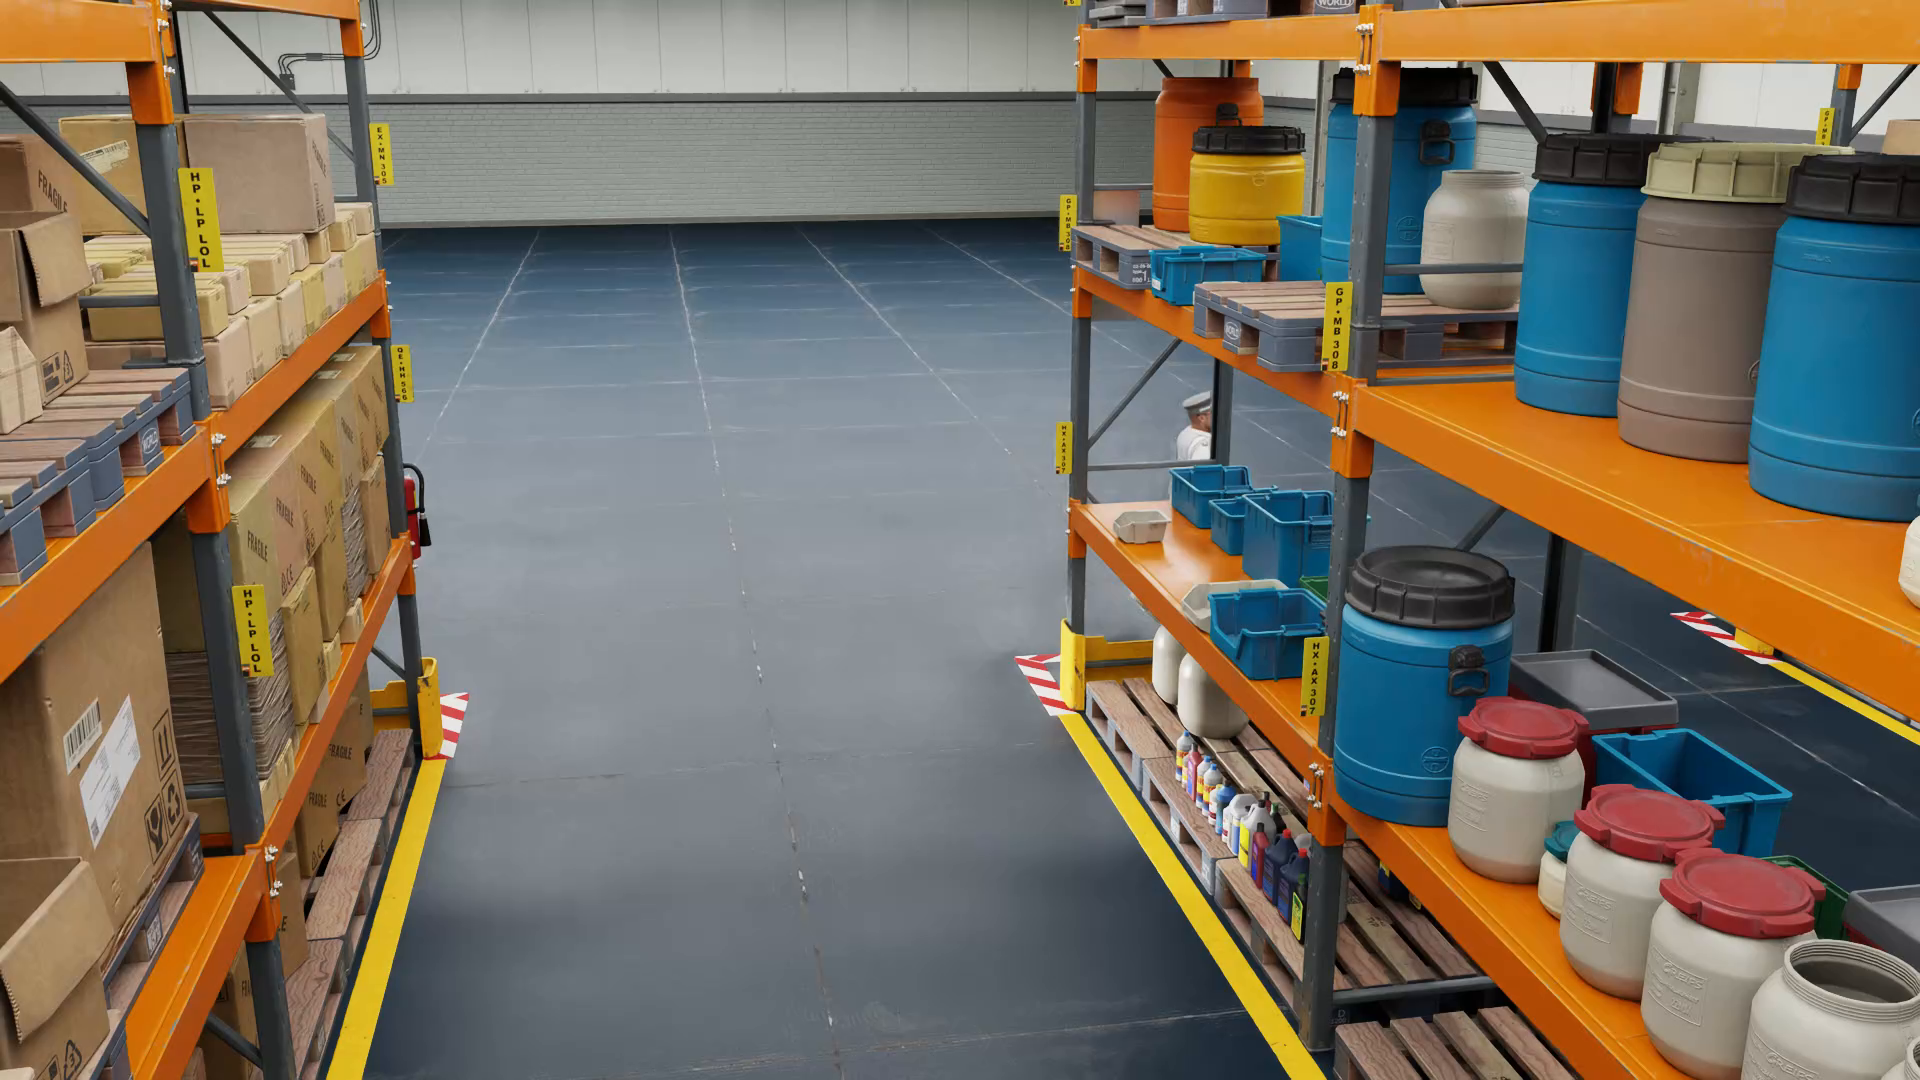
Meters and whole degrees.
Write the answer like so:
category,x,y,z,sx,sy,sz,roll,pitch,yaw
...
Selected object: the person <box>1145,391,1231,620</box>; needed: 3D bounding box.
category,x,y,z,sx,sy,sz,roll,pitch,yaw
person,1.683,-0.185,11.574,0.842,1.743,0.532,-3,17,-10
